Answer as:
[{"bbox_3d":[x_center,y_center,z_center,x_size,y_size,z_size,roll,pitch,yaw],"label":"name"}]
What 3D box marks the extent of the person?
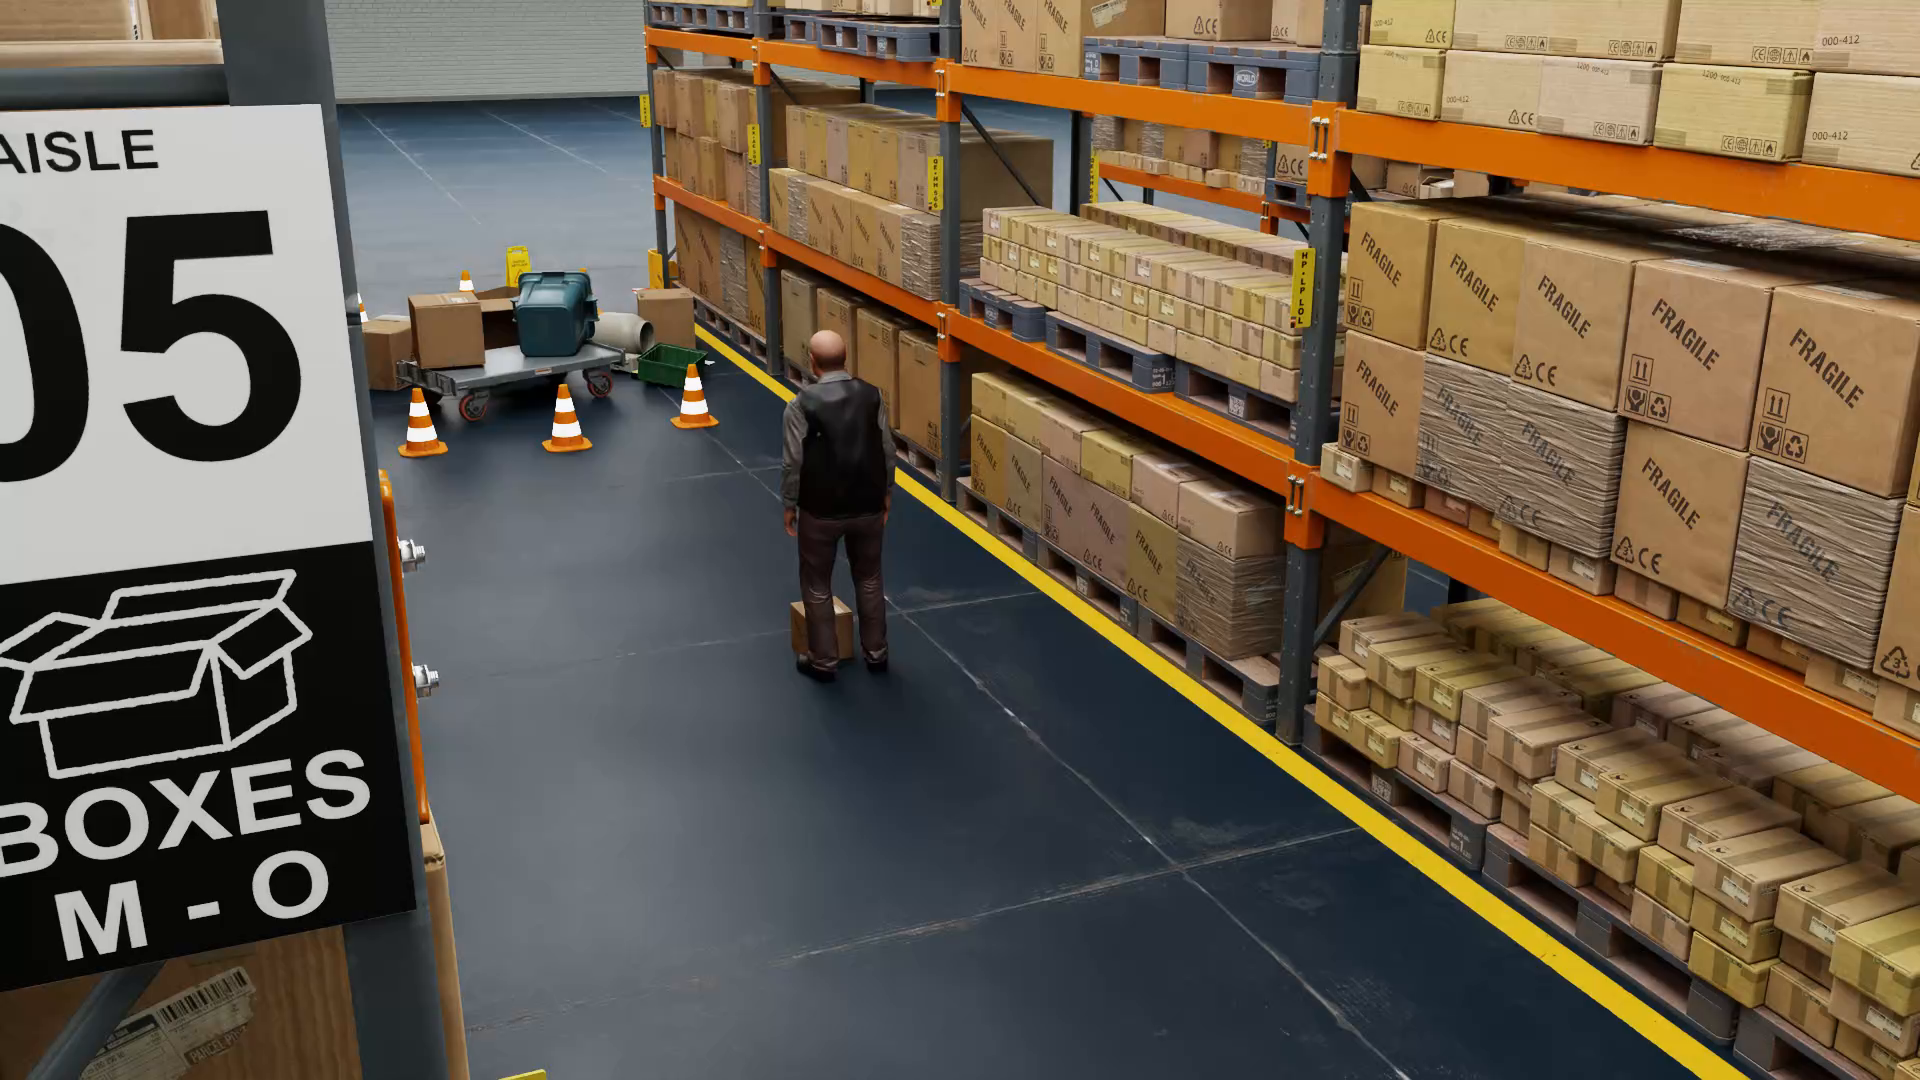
[{"bbox_3d":[-0.581,-0.152,8.050,0.578,1.720,0.418,-8,20,-23],"label":"person"}]
